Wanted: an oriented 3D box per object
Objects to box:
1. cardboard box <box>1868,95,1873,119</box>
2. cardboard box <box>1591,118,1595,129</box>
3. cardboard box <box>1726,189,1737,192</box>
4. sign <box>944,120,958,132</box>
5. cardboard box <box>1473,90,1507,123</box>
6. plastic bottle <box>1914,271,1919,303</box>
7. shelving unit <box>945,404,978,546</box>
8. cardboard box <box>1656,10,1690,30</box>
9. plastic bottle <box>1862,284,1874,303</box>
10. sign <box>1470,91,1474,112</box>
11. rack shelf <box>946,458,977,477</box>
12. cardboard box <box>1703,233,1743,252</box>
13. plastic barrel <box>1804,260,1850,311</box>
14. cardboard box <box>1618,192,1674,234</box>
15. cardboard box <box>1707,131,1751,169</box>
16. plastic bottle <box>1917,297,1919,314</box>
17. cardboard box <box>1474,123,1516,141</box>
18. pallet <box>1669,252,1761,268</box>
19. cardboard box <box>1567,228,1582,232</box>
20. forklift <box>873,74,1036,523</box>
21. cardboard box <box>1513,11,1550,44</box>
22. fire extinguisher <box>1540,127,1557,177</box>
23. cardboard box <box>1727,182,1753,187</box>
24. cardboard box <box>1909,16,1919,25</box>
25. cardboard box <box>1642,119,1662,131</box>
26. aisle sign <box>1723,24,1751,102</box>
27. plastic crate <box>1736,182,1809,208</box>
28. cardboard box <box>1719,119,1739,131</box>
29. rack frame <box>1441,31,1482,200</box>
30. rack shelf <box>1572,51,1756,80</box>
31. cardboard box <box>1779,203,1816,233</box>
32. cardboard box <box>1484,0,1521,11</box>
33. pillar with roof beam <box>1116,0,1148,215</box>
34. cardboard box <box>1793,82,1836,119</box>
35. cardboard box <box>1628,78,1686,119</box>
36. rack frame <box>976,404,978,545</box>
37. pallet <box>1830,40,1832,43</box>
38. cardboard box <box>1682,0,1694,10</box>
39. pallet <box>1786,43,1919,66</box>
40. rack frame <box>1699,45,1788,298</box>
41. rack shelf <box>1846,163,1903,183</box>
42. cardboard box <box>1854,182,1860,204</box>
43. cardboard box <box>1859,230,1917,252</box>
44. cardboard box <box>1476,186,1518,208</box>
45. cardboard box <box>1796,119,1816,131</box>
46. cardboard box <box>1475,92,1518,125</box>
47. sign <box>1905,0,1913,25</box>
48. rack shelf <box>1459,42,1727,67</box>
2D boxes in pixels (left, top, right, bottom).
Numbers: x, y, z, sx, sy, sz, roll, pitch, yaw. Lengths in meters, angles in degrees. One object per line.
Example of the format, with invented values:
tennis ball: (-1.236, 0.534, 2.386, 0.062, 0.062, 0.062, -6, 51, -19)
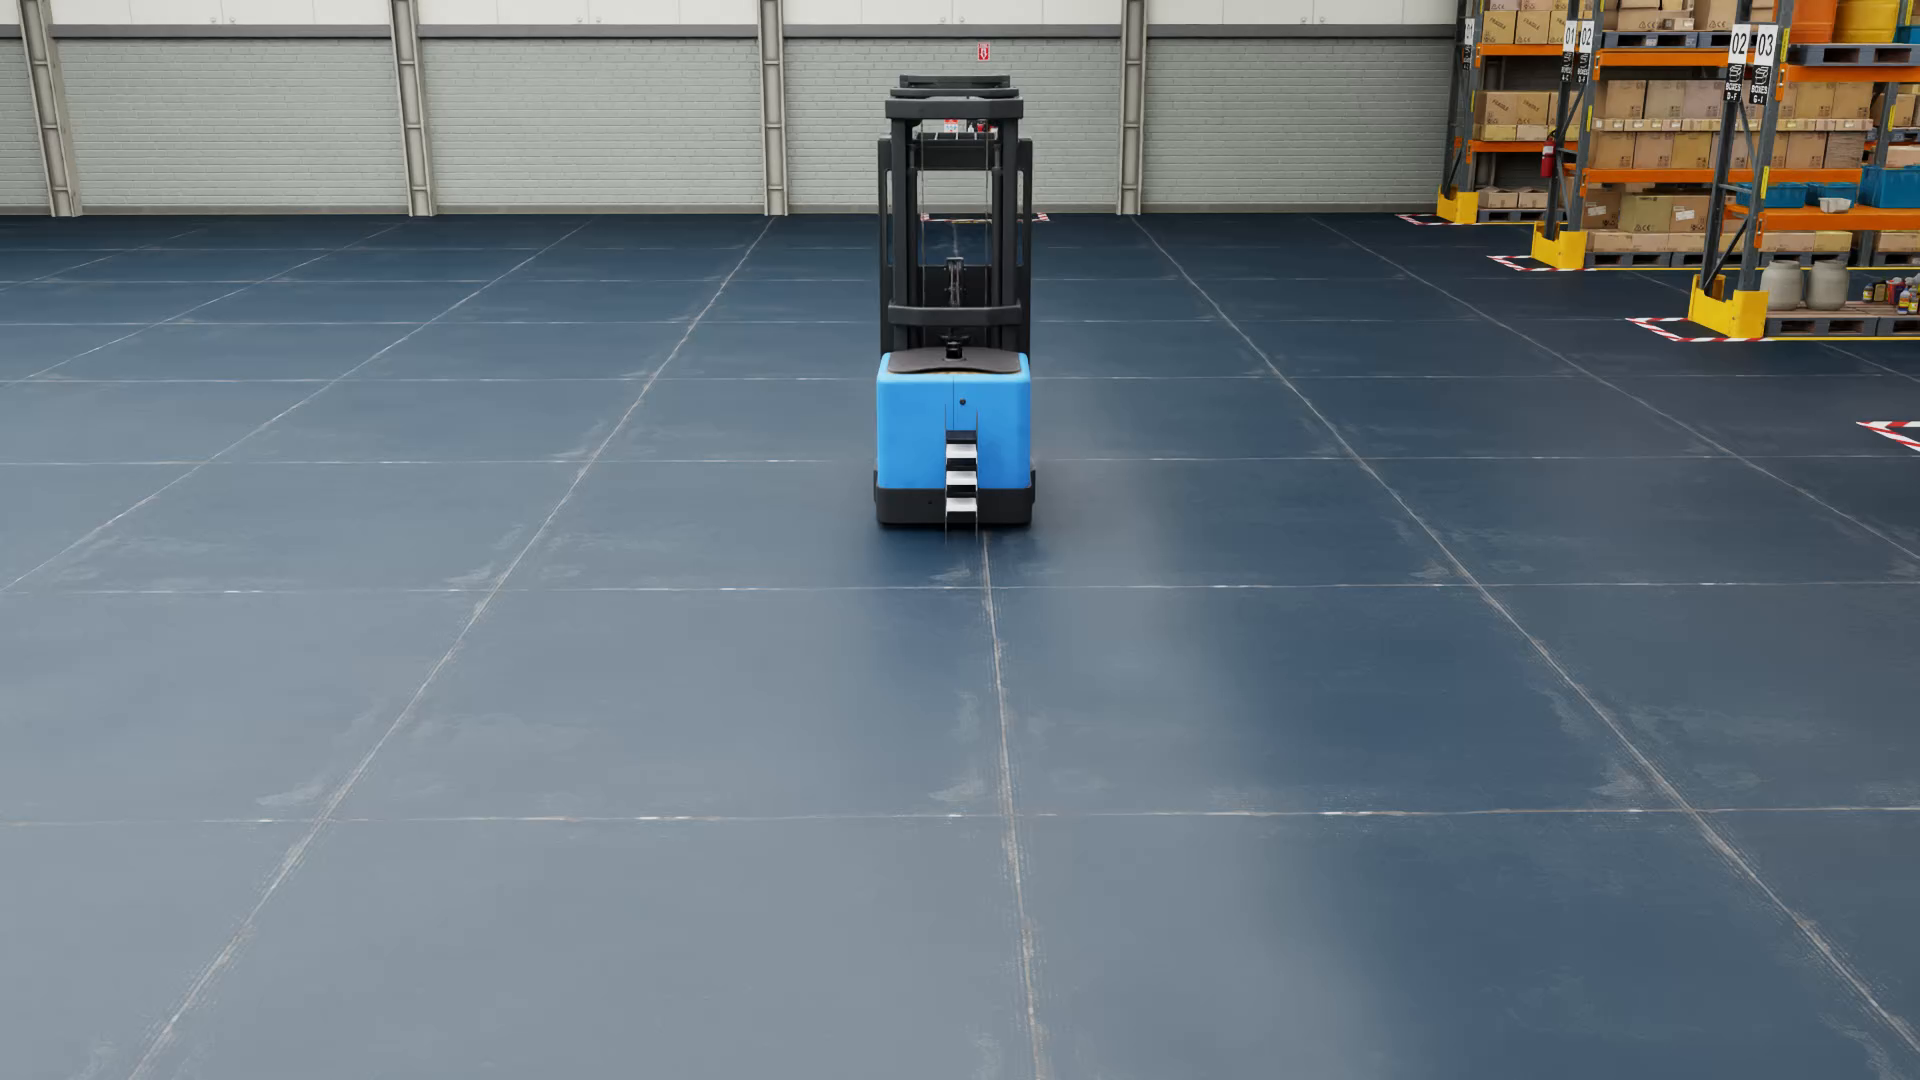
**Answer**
cardboard box: (14.474, -7.051, 27.234, 0.500, 0.500, 0.700, 0, 18, -1)
cardboard box: (8.651, -5.677, 22.609, 0.250, 0.149, 0.380, -1, 18, -2)
cardboard box: (10.803, -4.616, 23.114, 0.500, 0.500, 0.500, 0, 18, -1)
sign: (-0.149, -7.058, 28.080, 0.234, 0.329, 0.001, 0, 18, -1)
cardboard box: (8.658, -7.136, 27.367, 0.500, 0.500, 0.500, 0, 18, -1)
plastic bottle: (10.732, -2.834, 18.589, 0.185, 0.351, 0.144, 0, 18, 1)
shelving unit: (0.008, -0.428, 10.907, 0.210, 0.900, 0.258, 0, 18, -1)
cardboard box: (9.419, -6.970, 22.284, 0.500, 0.250, 0.500, 0, 18, -1)
plastic bottle: (10.176, -2.768, 18.626, 0.097, 0.201, 0.097, 0, 18, 0)
sign: (8.198, -7.020, 26.604, 0.005, 0.325, 0.100, 0, 18, -1)
rack shelf: (0.008, -0.482, 10.890, 0.200, 0.077, 0.258, 0, 18, -1)
cardboard box: (10.311, -4.093, 22.709, 0.500, 0.250, 0.500, 0, 18, -1)
plastic barrel: (9.504, -2.792, 18.226, 0.421, 0.512, 0.421, 0, 18, 0)
cardboard box: (9.311, -4.446, 22.583, 0.500, 0.500, 0.500, 0, 18, -1)
cardboard box: (10.287, -5.315, 22.542, 0.500, 0.500, 0.700, 0, 18, 1)
plastic bottle: (10.391, -2.573, 17.885, 0.133, 0.283, 0.061, 0, 18, 0)
cardboard box: (8.683, -6.617, 26.978, 0.500, 0.250, 0.500, -1, 18, -2)
pallet: (10.253, -3.954, 23.029, 1.213, 0.211, 1.003, 0, 18, -1)
cardboard box: (8.803, -4.244, 23.182, 0.500, 0.250, 0.500, 0, 18, -1)
forklift: (-0.033, -1.901, 12.176, 1.130, 2.935, 3.031, 0, 18, 0)
cardboard box: (9.066, -8.176, 26.517, 0.500, 0.500, 0.500, 1, 18, 3)
fire extinguisher: (8.146, -5.365, 22.989, 0.183, 0.674, 0.296, 0, 18, -1)
cardboard box: (12.925, -5.821, 27.654, 0.500, 0.500, 0.700, 0, 18, 1)
cardboard box: (12.887, -6.837, 22.097, 0.500, 0.250, 0.500, 2, 18, 5)
cardboard box: (9.181, -5.556, 22.232, 0.250, 0.149, 0.380, 0, 18, -1)
aisle sign: (8.270, -5.076, 17.705, 0.004, 0.787, 0.394, 0, 18, -1)
plastic crate: (8.842, -3.771, 18.135, 0.616, 0.251, 0.499, 0, 18, -1)
cardboard box: (10.204, -5.561, 22.245, 0.250, 0.149, 0.380, 0, 18, 0)
rack frame: (8.190, -6.774, 27.253, 0.127, 3.000, 1.000, 0, 18, -1)
rack shelf: (10.271, -6.356, 22.218, 4.000, 0.370, 1.077, 0, 18, -1)
cardboard box: (11.311, -4.460, 22.626, 0.500, 0.500, 0.500, 0, 18, -1)
cardboard box: (8.579, -8.663, 26.398, 0.500, 0.500, 0.500, -2, 18, -5)
pillar with roof beam: (2.945, -8.554, 22.981, 0.400, 9.000, 9.100, 0, 18, -1)
cardboard box: (11.322, -5.939, 22.362, 0.500, 0.500, 0.700, 0, 18, -1)
cardboard box: (9.317, -5.929, 22.332, 0.500, 0.500, 0.700, -1, 18, -2)
rack frame: (0.110, -0.428, 10.908, 0.006, 0.900, 0.240, 0, 18, -1)
pallet: (11.419, -6.654, 22.114, 1.213, 0.211, 1.003, 0, 18, -1)
cardboard box: (11.693, -8.669, 26.418, 0.500, 0.500, 0.500, -2, 18, -6)
pallet: (9.175, -5.060, 17.310, 1.213, 0.211, 1.003, 0, 18, -1)
rack frame: (8.346, -3.748, 17.820, 0.127, 3.000, 1.000, 0, 18, -1)
rack shelf: (14.271, -4.947, 22.736, 4.000, 0.370, 1.077, 0, 18, -1)
cardboard box: (14.953, -5.845, 27.730, 0.500, 0.500, 0.700, 0, 18, -1)
cardboard box: (12.678, -4.097, 22.723, 0.500, 0.250, 0.500, -1, 18, -2)
cardboard box: (8.883, -5.679, 27.521, 0.500, 0.311, 0.500, -2, 18, -7)
cardboard box: (11.231, -5.566, 22.261, 0.250, 0.149, 0.380, 0, 18, -1)
cardboard box: (8.672, -6.979, 26.879, 0.500, 0.500, 0.500, 0, 18, -1)
sign: (12.282, -6.823, 21.519, 0.005, 0.325, 0.100, 0, 18, -1)
rack shelf: (10.190, -7.869, 26.934, 4.000, 0.370, 1.077, 0, 18, -1)
